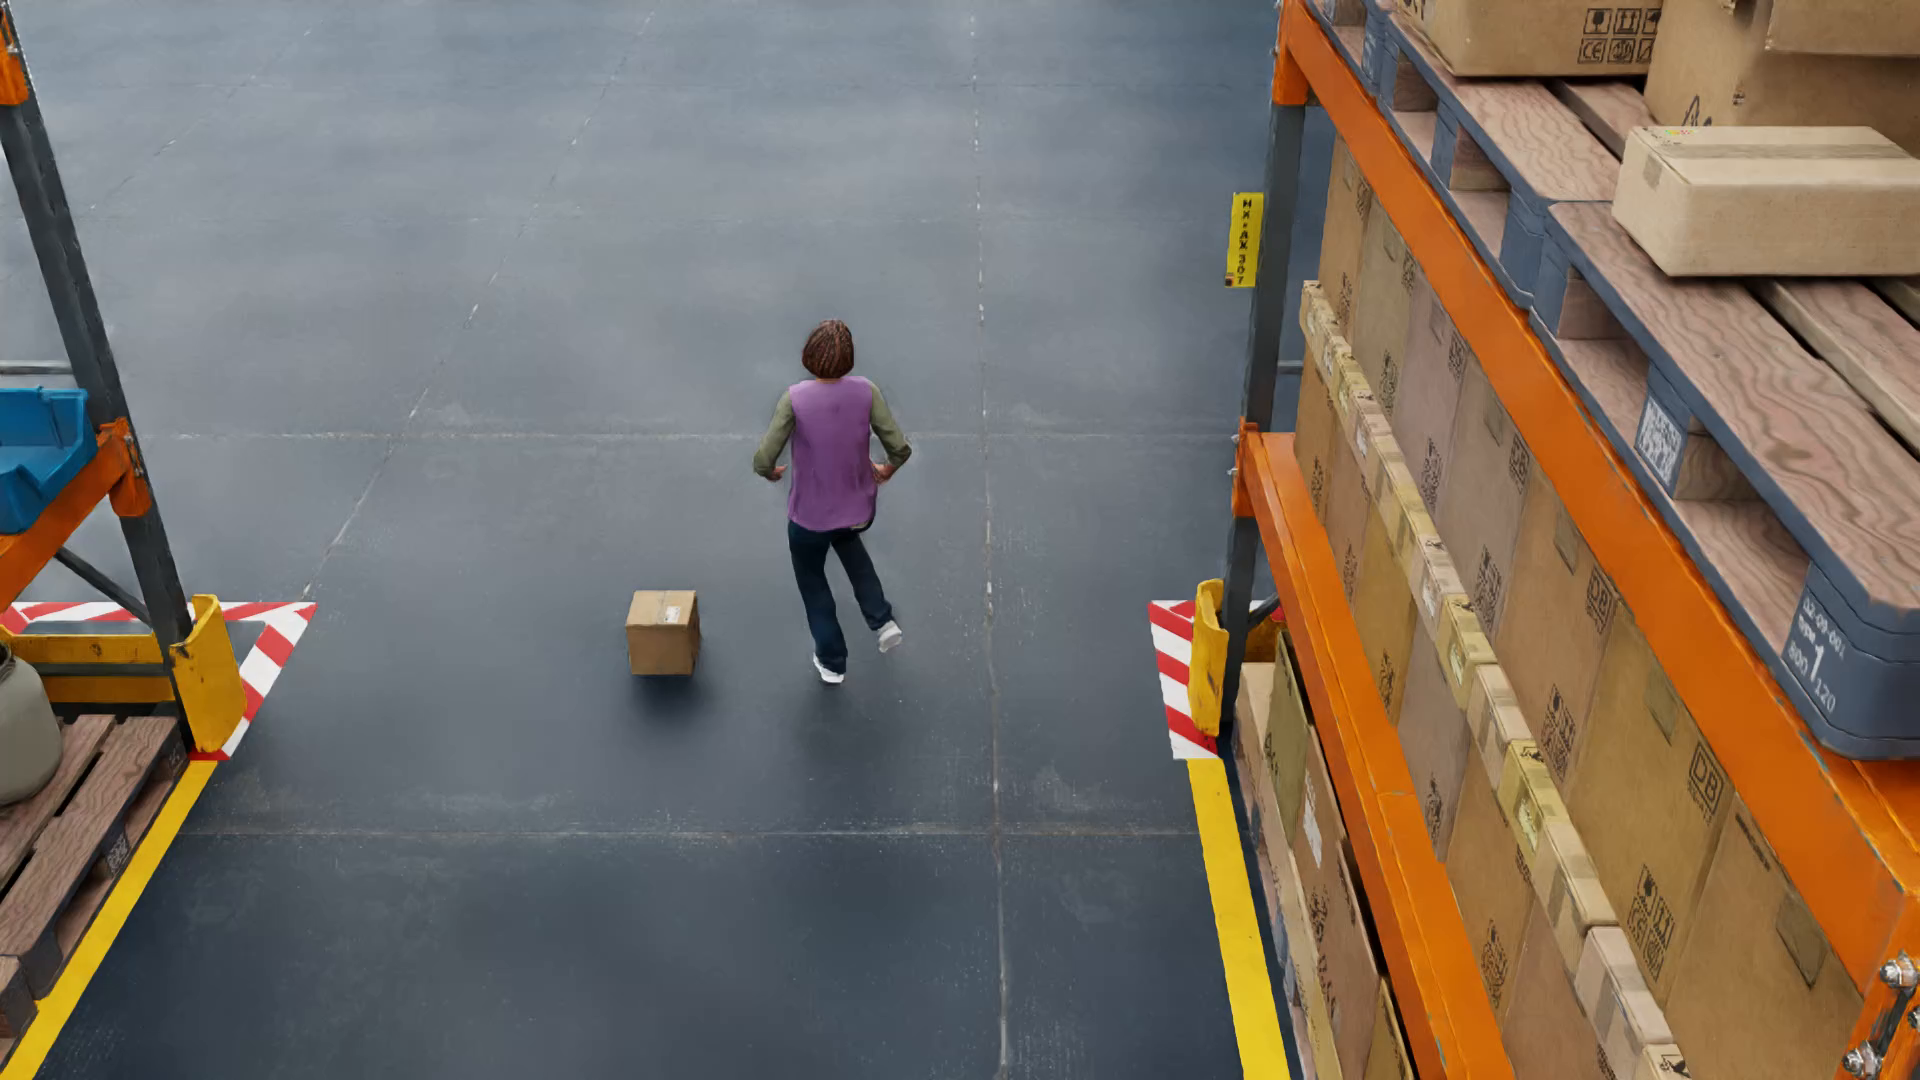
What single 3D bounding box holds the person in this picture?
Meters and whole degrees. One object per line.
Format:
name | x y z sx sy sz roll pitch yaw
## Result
person | -0.523 -0.143 6.407 0.579 1.567 0.442 -14 35 -22
